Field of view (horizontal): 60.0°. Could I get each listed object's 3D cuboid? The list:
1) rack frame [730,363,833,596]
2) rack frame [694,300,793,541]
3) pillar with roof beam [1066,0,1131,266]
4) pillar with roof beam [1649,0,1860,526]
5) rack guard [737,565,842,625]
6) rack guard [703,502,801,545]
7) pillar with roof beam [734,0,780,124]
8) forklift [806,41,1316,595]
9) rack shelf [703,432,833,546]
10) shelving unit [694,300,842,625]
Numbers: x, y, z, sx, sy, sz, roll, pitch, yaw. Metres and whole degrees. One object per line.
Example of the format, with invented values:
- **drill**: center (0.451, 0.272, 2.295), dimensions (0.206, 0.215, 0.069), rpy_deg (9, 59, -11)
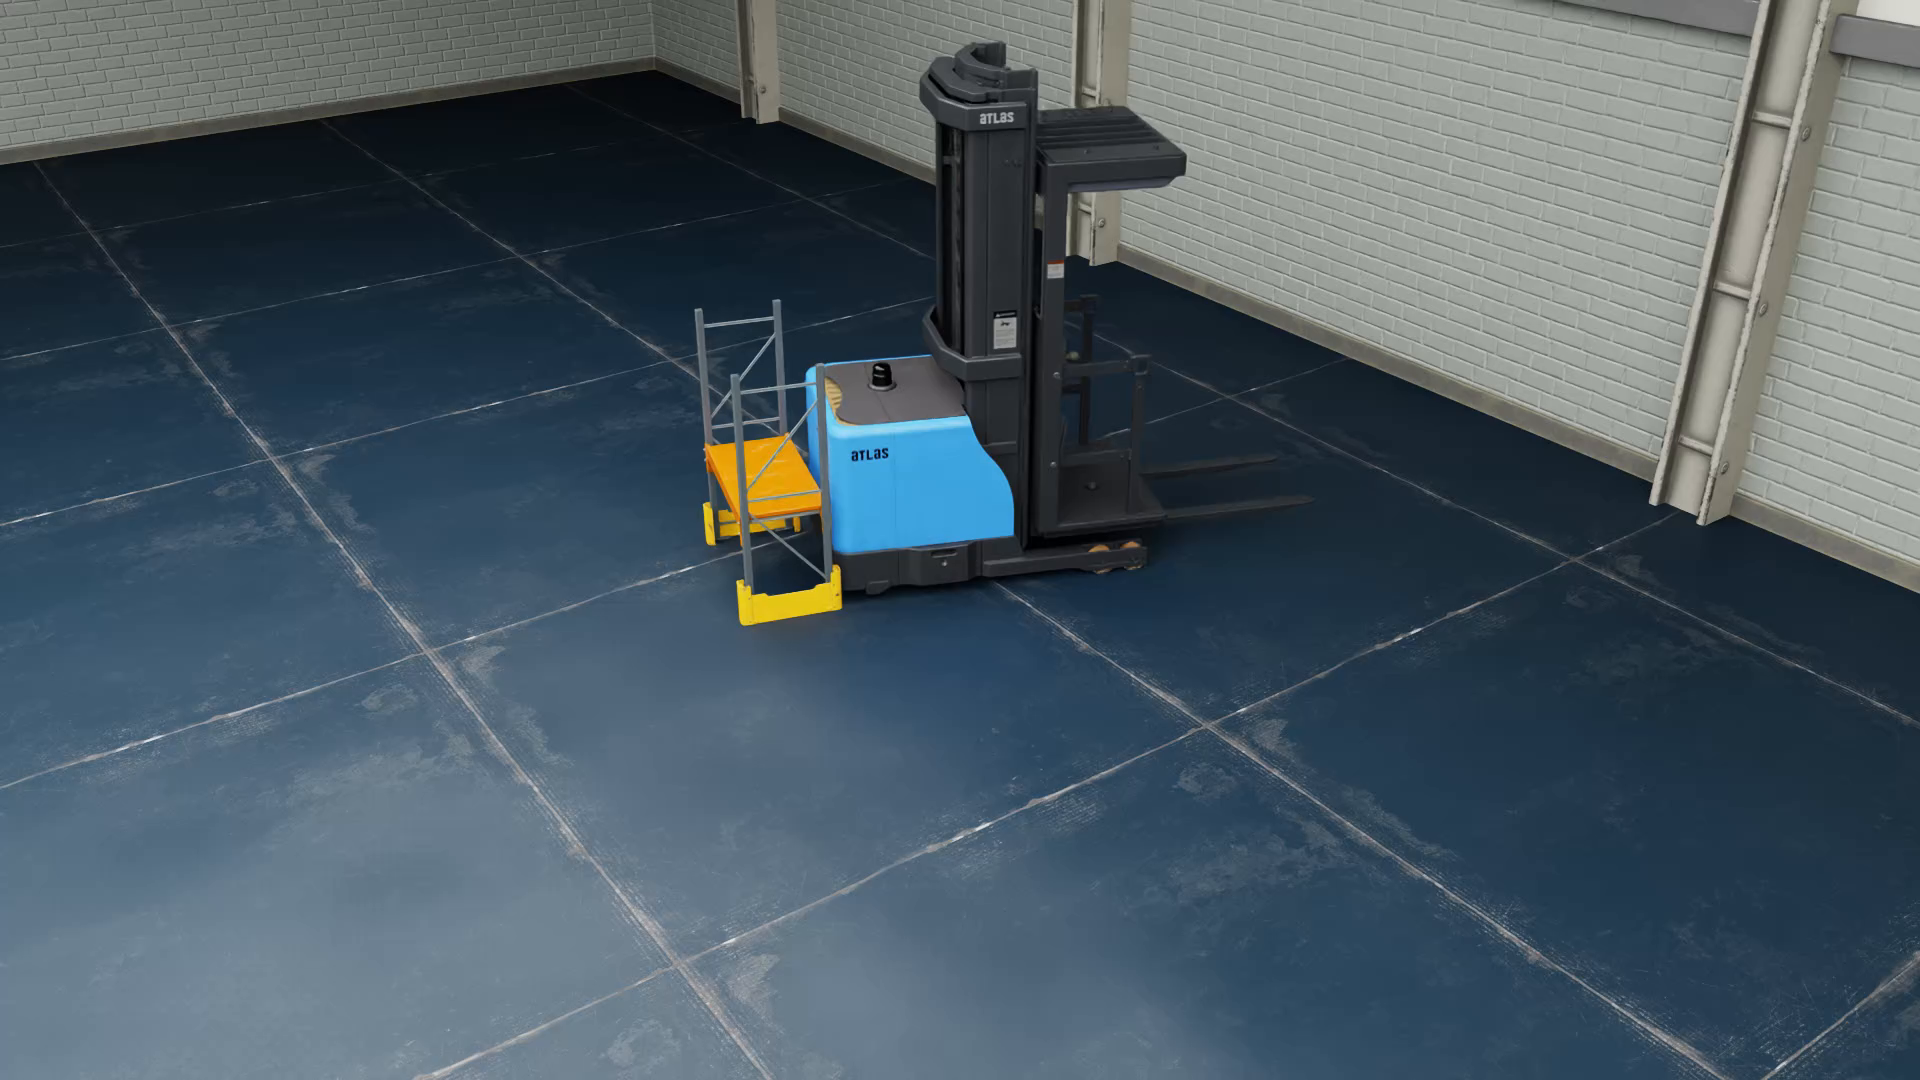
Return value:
- **rack frame**: center (-0.961, -0.237, 9.115), dimensions (0.500, 1.500, 0.032), rpy_deg (-9, 30, -16)
- **rack frame**: center (-1.284, -0.697, 9.963), dimensions (0.500, 1.500, 0.032), rpy_deg (-9, 30, -16)
- **pillar with roof beam**: center (-2.321, -5.302, 10.584), dimensions (9.100, 9.000, 0.400), rpy_deg (-19, 34, -31)
- **pillar with roof beam**: center (1.159, -2.969, 6.289), dimensions (9.100, 9.000, 0.400), rpy_deg (-19, 34, -31)
- **rack guard**: center (-0.962, 0.311, 9.415), dimensions (0.587, 0.250, 0.087), rpy_deg (-9, 30, -16)
- **rack guard**: center (-1.278, -0.139, 10.245), dimensions (0.587, 0.250, 0.087), rpy_deg (-9, 30, -16)
- **pillar with roof beam**: center (-5.802, -7.635, 14.878), dimensions (9.100, 9.000, 0.400), rpy_deg (-19, 34, -31)
- **forklift**: center (0.640, -1.327, 9.623), dimensions (3.031, 2.935, 1.130), rpy_deg (-6, 29, -11)
- **rack shelf**: center (-1.122, -0.309, 9.625), dimensions (0.538, 0.185, 1.000), rpy_deg (-9, 30, -16)
- **shelving unit**: center (-1.120, -0.463, 9.531), dimensions (0.587, 1.500, 1.083), rpy_deg (-9, 30, -16)
